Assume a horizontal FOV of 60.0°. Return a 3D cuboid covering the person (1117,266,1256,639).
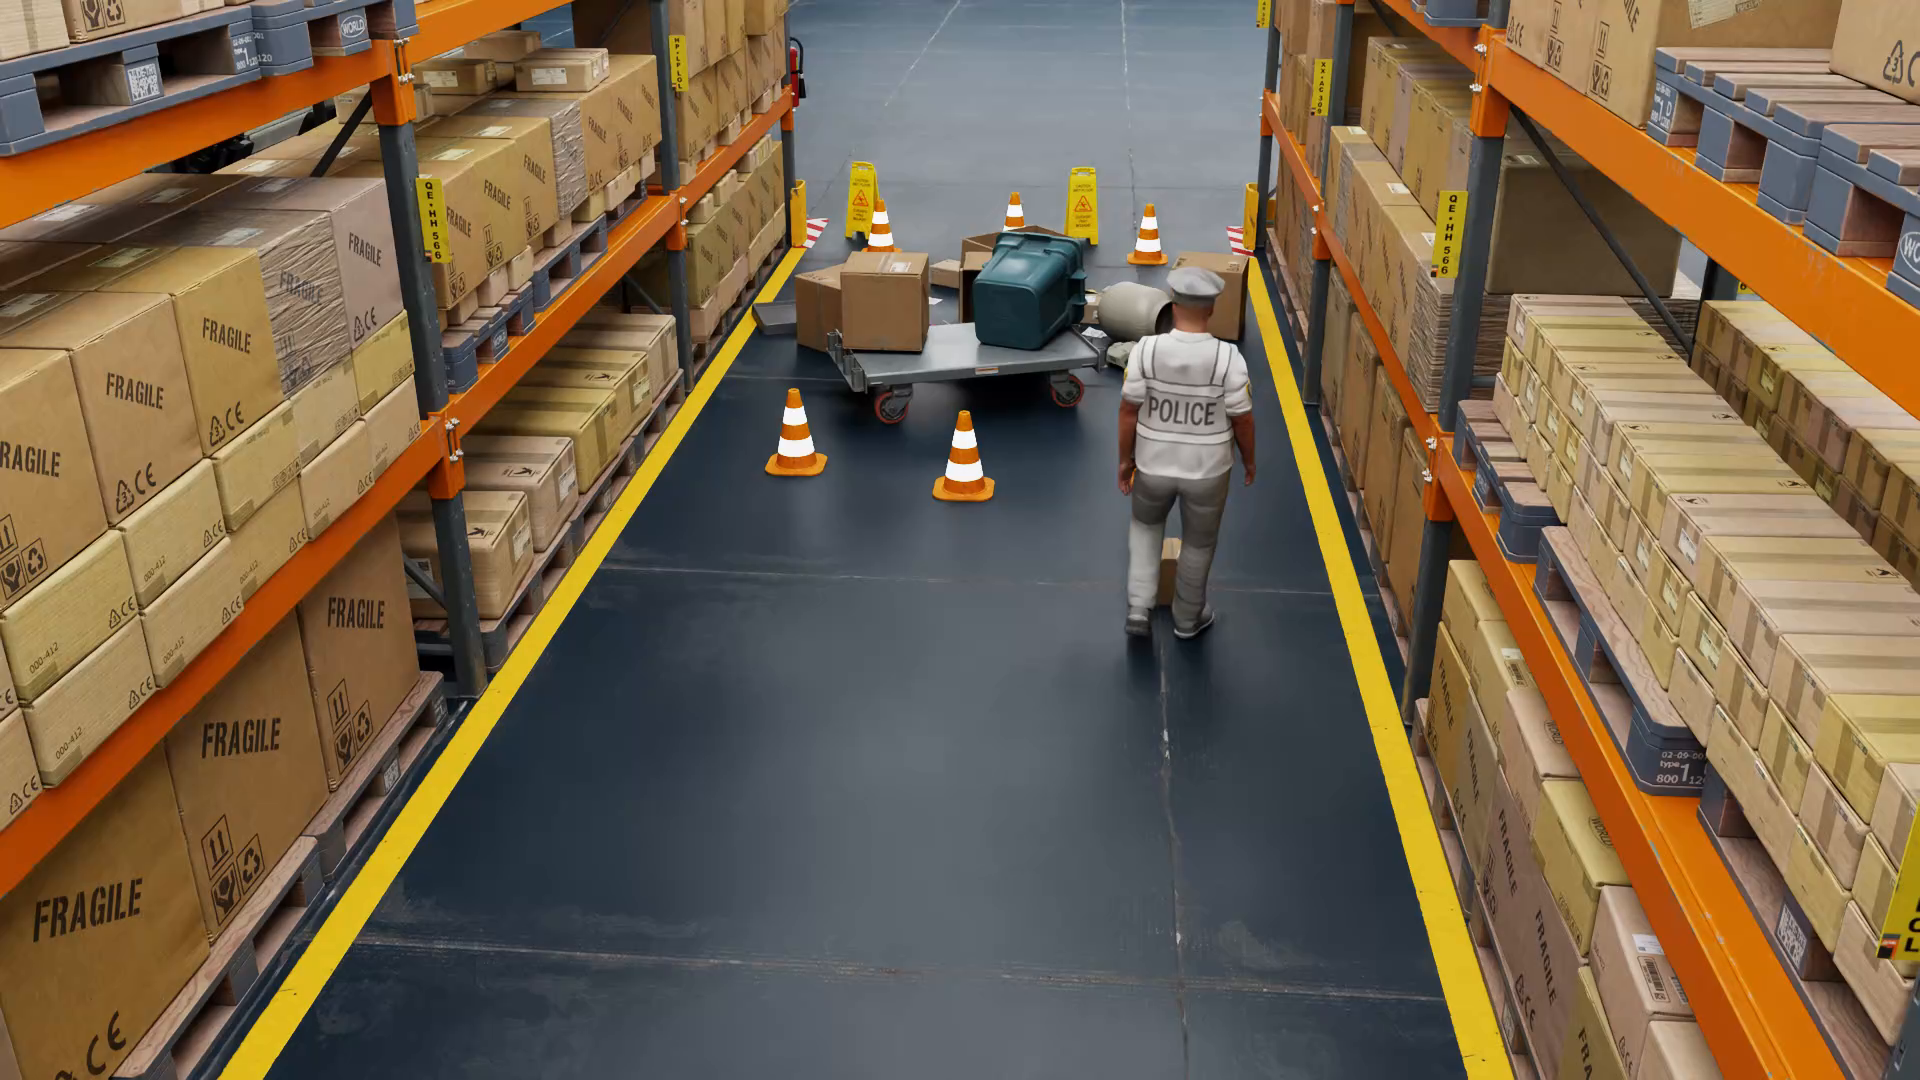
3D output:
[{"bbox_3d":[1.008,-0.349,7.372,0.594,1.767,0.546,7,25,15],"label":"person"}]
